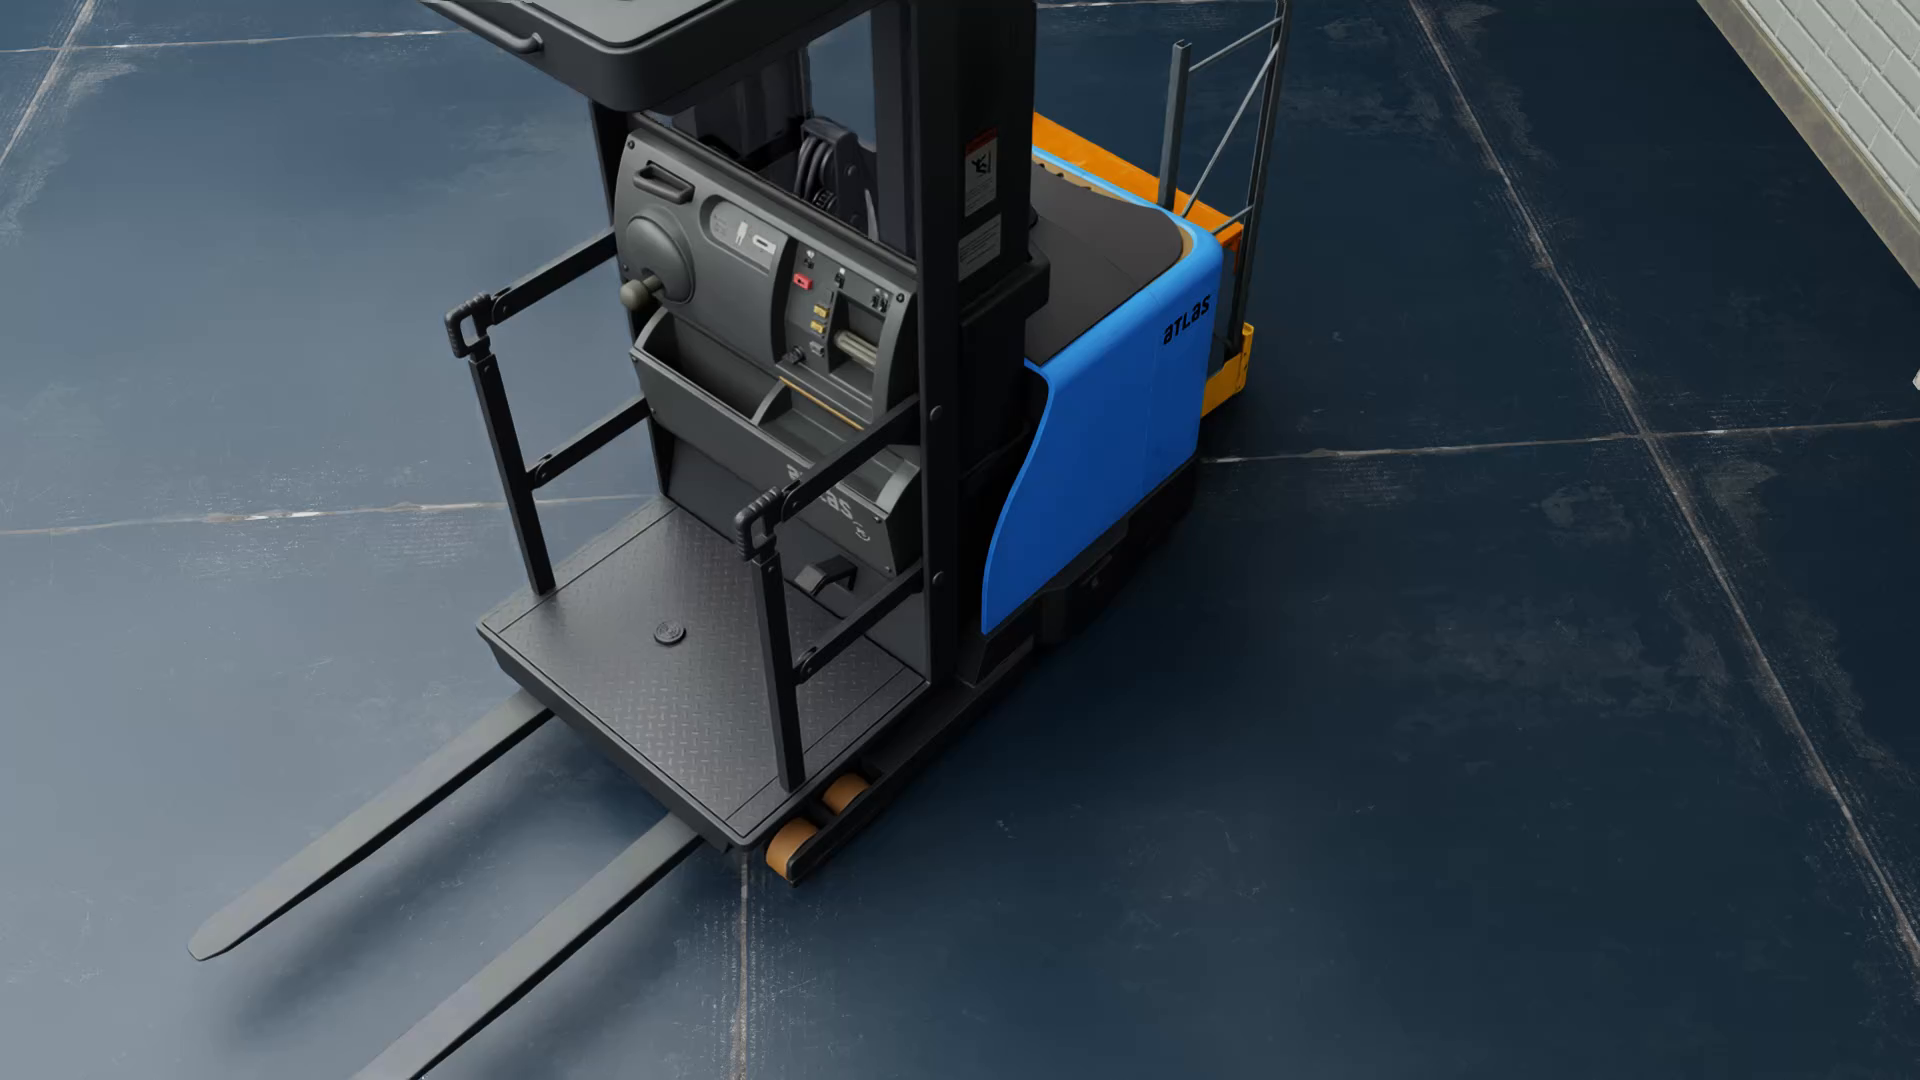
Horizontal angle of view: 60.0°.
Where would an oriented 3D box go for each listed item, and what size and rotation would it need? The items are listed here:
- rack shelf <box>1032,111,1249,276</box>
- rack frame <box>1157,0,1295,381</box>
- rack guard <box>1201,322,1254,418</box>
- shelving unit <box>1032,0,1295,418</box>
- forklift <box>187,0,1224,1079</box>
[{"bbox_3d":[0.402,-1.064,5.473,0.538,0.185,1.000,-35,56,-29],"label":"rack shelf"},{"bbox_3d":[0.757,-0.924,5.092,0.500,1.500,0.032,-35,56,-29],"label":"rack frame"},{"bbox_3d":[0.756,-0.495,5.547,0.587,0.250,0.087,-35,56,-29],"label":"rack guard"},{"bbox_3d":[0.408,-1.183,5.338,0.587,1.500,1.083,-35,56,-29],"label":"shelving unit"},{"bbox_3d":[-0.613,-0.532,3.735,1.130,2.935,3.031,33,55,27],"label":"forklift"}]
